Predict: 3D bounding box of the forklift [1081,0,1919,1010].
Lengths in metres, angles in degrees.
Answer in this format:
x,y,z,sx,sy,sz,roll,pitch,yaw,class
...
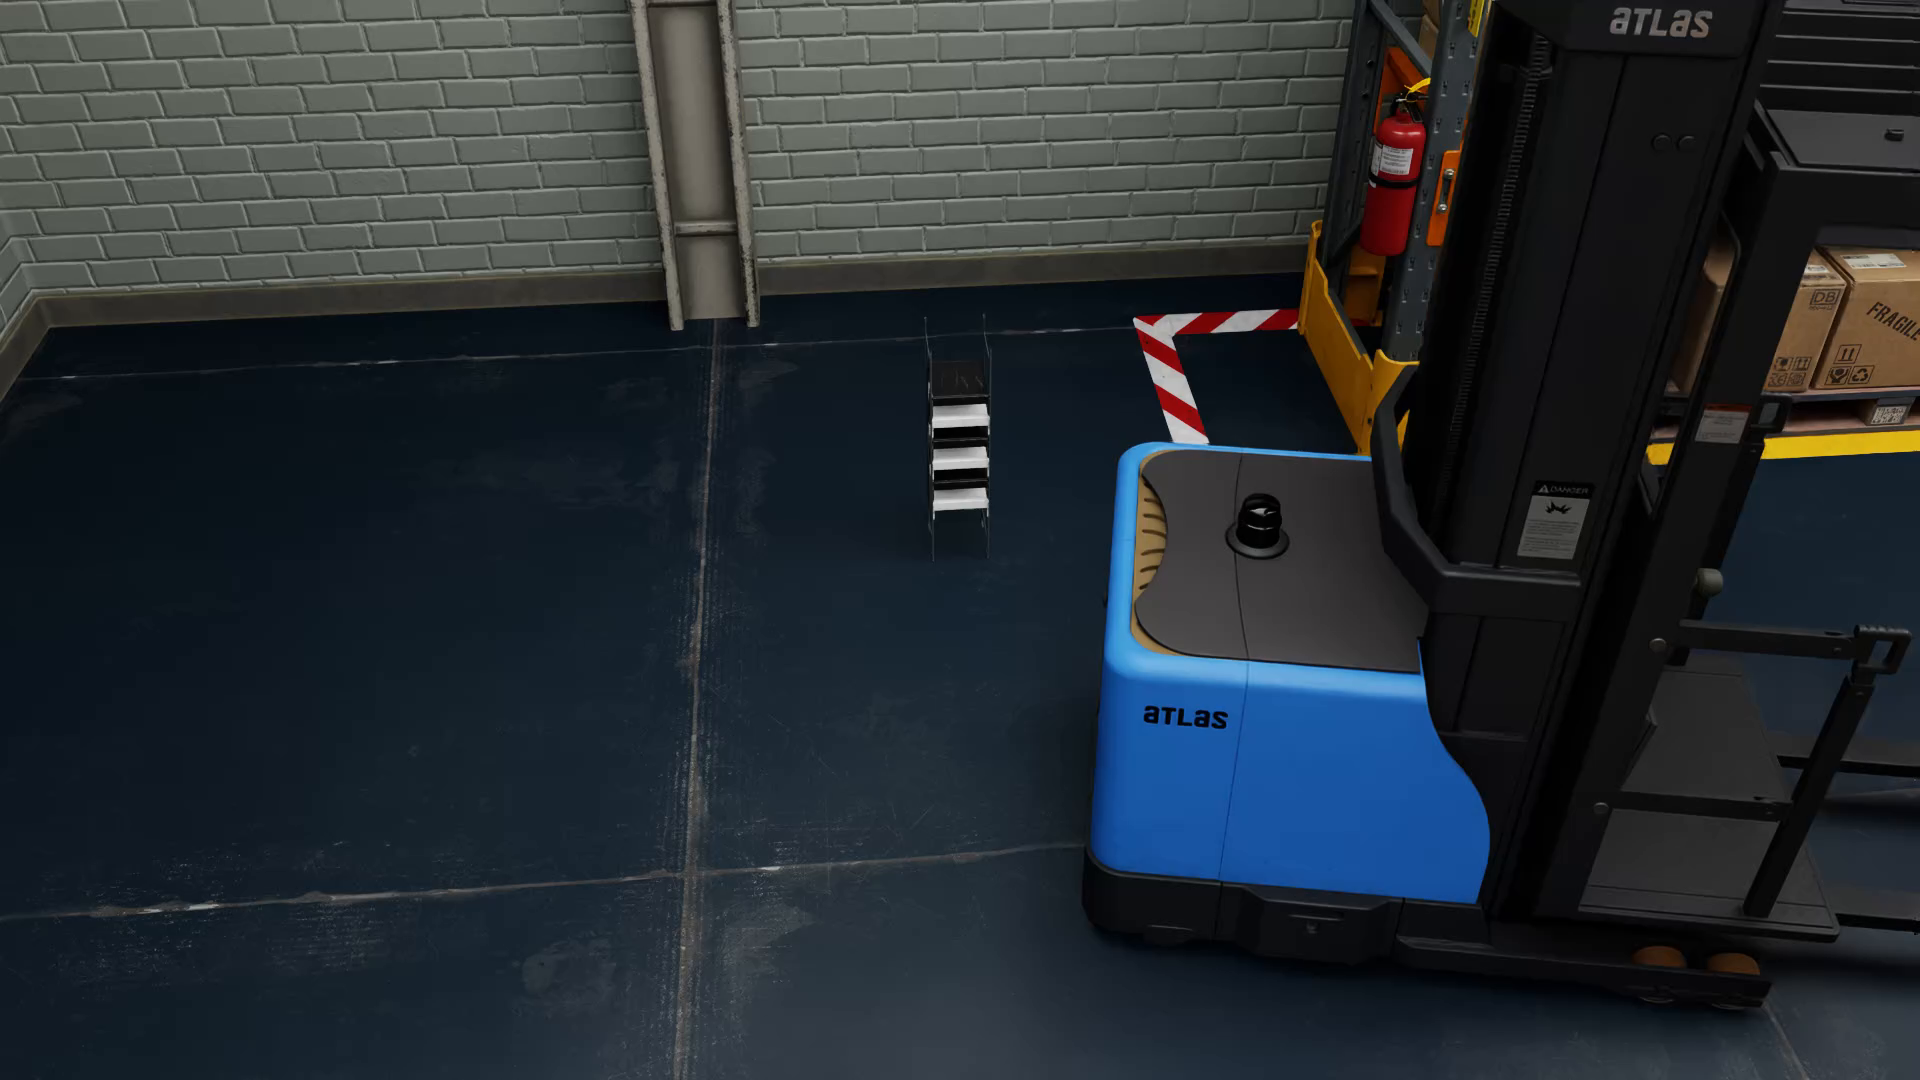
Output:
x,y,z,sx,sy,sz,roll,pitch,yaw,class
1.906,-0.202,4.140,3.031,2.935,1.130,4,38,5,forklift

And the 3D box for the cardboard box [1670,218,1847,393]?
x,y,z,sx,sy,sz,roll,pitch,yaw,class
3.126,-0.995,6.768,0.500,0.500,0.700,-2,38,-2,cardboard box

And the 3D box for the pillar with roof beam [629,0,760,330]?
x,y,z,sx,sy,sz,roll,pitch,yaw,class
-0.731,-1.920,1.419,0.400,9.000,9.100,-3,38,-4,pillar with roof beam

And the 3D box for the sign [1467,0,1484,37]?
x,y,z,sx,sy,sz,roll,pitch,yaw,class
1.702,-1.818,5.434,0.005,0.325,0.100,-3,38,-4,sign

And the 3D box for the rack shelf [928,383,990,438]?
x,y,z,sx,sy,sz,roll,pitch,yaw,class
-0.008,-0.468,5.880,0.200,0.077,0.258,-3,38,-4,rack shelf

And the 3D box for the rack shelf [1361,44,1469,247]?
x,y,z,sx,sy,sz,roll,pitch,yaw,class
3.646,-1.641,6.488,4.000,0.370,1.077,-3,38,-4,rack shelf

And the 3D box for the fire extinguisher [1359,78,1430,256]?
x,y,z,sx,sy,sz,roll,pitch,yaw,class
1.548,-1.343,5.894,0.183,0.674,0.296,-3,38,-4,fire extinguisher

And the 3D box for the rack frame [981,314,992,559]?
x,y,z,sx,sy,sz,roll,pitch,yaw,class
0.093,-0.358,5.978,0.006,0.900,0.240,-3,38,-4,rack frame

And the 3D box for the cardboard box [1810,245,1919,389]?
x,y,z,sx,sy,sz,roll,pitch,yaw,class
3.662,-0.962,6.727,0.500,0.500,0.500,-2,38,-3,cardboard box

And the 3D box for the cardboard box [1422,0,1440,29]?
x,y,z,sx,sy,sz,roll,pitch,yaw,class
2.088,-2.060,6.320,0.500,0.250,0.500,-2,38,-3,cardboard box

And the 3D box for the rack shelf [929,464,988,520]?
x,y,z,sx,sy,sz,roll,pitch,yaw,class
-0.008,-0.185,6.103,0.200,0.077,0.258,-3,38,-4,rack shelf

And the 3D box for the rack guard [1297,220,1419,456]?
x,y,z,sx,sy,sz,roll,pitch,yaw,class
1.729,-0.836,6.906,0.348,0.500,1.175,-3,38,-4,rack guard

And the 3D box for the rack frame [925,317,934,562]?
x,y,z,sx,sy,sz,roll,pitch,yaw,class
-0.109,-0.347,5.964,0.006,0.900,0.240,-3,38,-4,rack frame

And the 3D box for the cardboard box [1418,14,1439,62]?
x,y,z,sx,sy,sz,roll,pitch,yaw,class
1.960,-1.898,6.437,0.250,0.149,0.380,-4,38,-4,cardboard box

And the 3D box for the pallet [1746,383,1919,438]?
x,y,z,sx,sy,sz,roll,pitch,yaw,class
3.736,-0.832,7.134,1.213,0.211,1.003,-3,38,-4,pallet

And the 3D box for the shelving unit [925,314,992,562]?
x,y,z,sx,sy,sz,roll,pitch,yaw,class
-0.008,-0.353,5.971,0.210,0.900,0.258,-3,38,-4,shelving unit

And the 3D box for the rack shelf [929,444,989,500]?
x,y,z,sx,sy,sz,roll,pitch,yaw,class
-0.008,-0.256,6.047,0.200,0.077,0.258,-3,38,-4,rack shelf

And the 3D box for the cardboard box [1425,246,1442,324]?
x,y,z,sx,sy,sz,roll,pitch,yaw,class
2.271,-0.973,6.738,0.637,0.503,0.797,-5,39,-6,cardboard box

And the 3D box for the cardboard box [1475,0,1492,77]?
x,y,z,sx,sy,sz,roll,pitch,yaw,class
2.129,-1.730,5.902,0.500,0.250,0.500,-3,38,-4,cardboard box

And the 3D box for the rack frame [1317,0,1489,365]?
x,y,z,sx,sy,sz,roll,pitch,yaw,class
1.654,-1.813,6.126,0.127,3.000,1.000,-3,38,-4,rack frame

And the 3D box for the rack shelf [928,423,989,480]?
x,y,z,sx,sy,sz,roll,pitch,yaw,class
-0.008,-0.327,5.991,0.200,0.077,0.258,-3,38,-4,rack shelf

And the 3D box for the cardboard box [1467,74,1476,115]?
x,y,z,sx,sy,sz,roll,pitch,yaw,class
2.005,-1.563,6.013,0.250,0.149,0.380,-3,38,-4,cardboard box

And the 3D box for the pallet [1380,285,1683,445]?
x,y,z,sx,sy,sz,roll,pitch,yaw,class
2.523,-0.767,7.052,1.213,0.211,1.003,-3,38,-4,pallet

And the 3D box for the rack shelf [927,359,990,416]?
x,y,z,sx,sy,sz,roll,pitch,yaw,class
-0.008,-0.539,5.824,0.200,0.077,0.258,-3,38,-4,rack shelf

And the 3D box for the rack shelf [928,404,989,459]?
x,y,z,sx,sy,sz,roll,pitch,yaw,class
-0.008,-0.397,5.936,0.200,0.077,0.258,-3,38,-4,rack shelf
